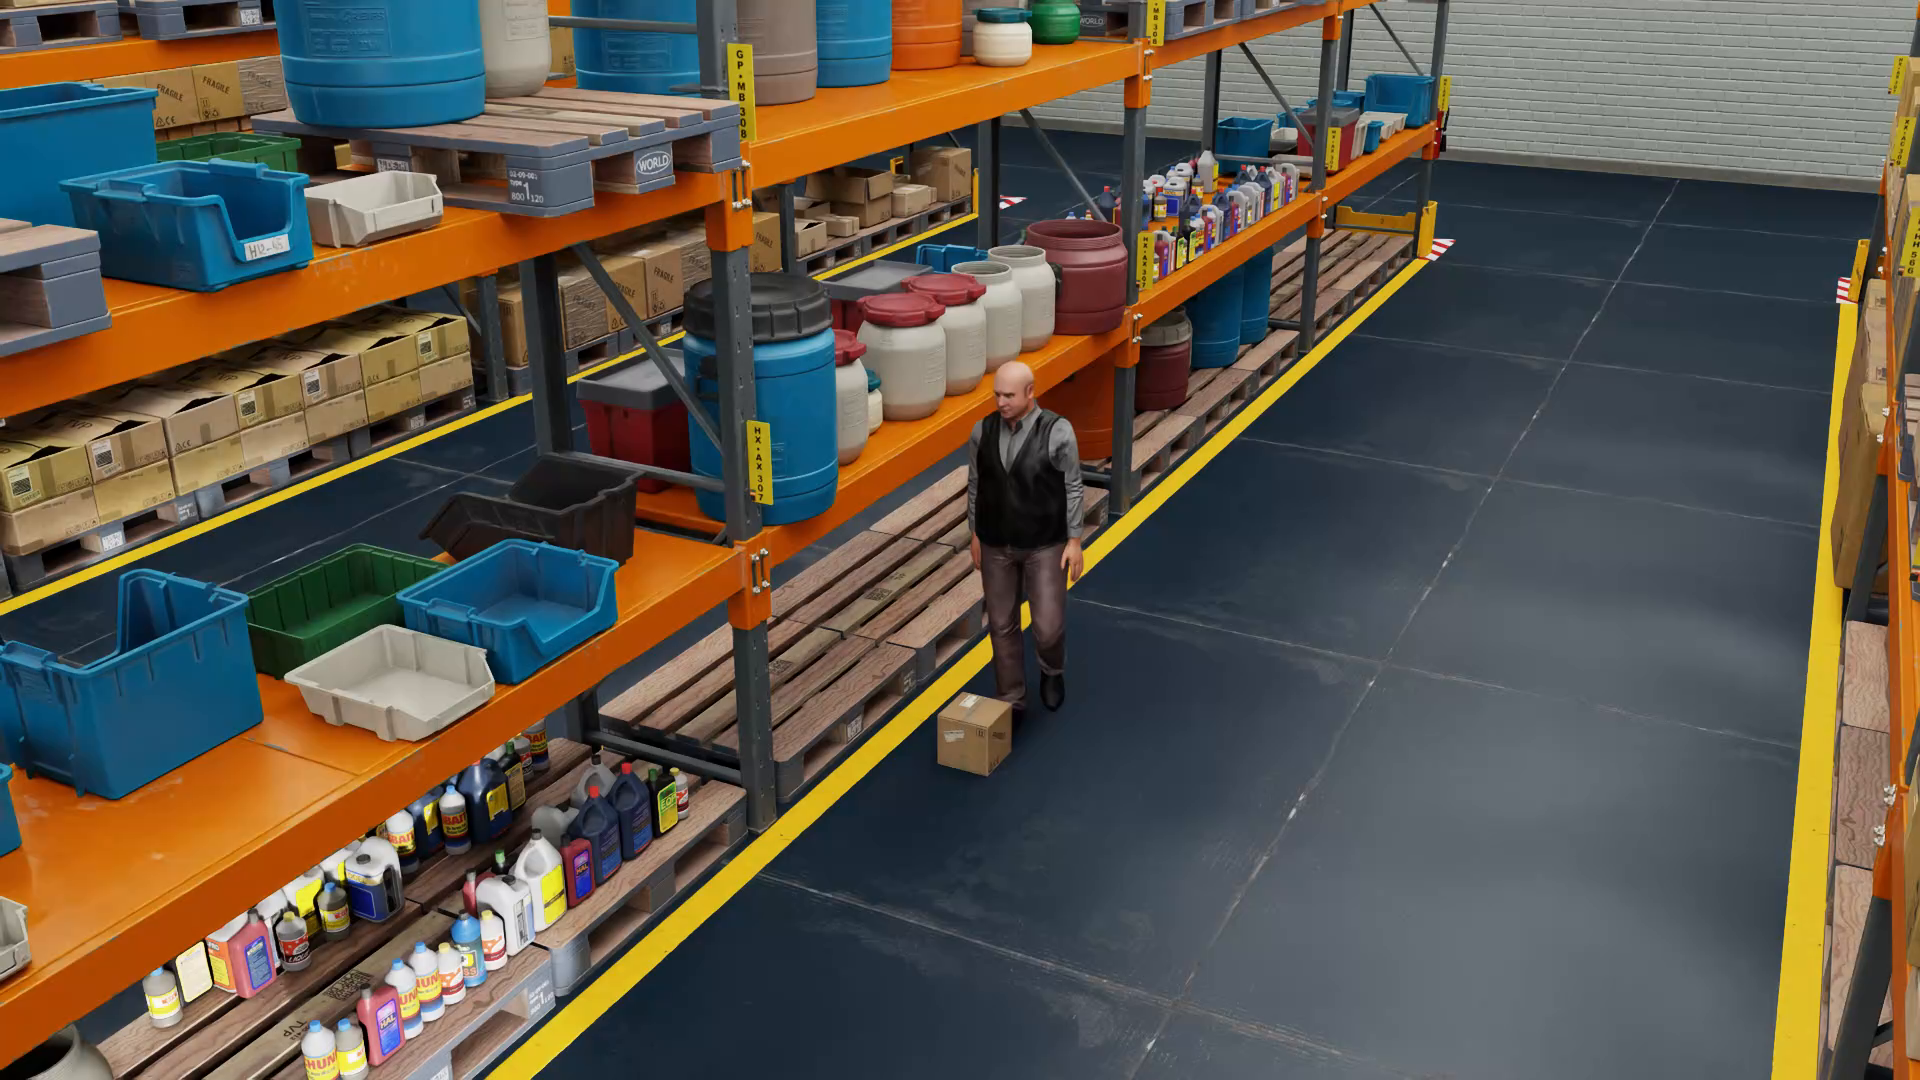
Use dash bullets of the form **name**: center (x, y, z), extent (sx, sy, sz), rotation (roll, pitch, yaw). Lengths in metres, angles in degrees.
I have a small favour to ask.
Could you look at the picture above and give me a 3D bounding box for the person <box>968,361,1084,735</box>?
- **person**: center (0.256, 0.050, 7.500), extent (0.584, 1.711, 0.551), rotation (9, 24, 21)
